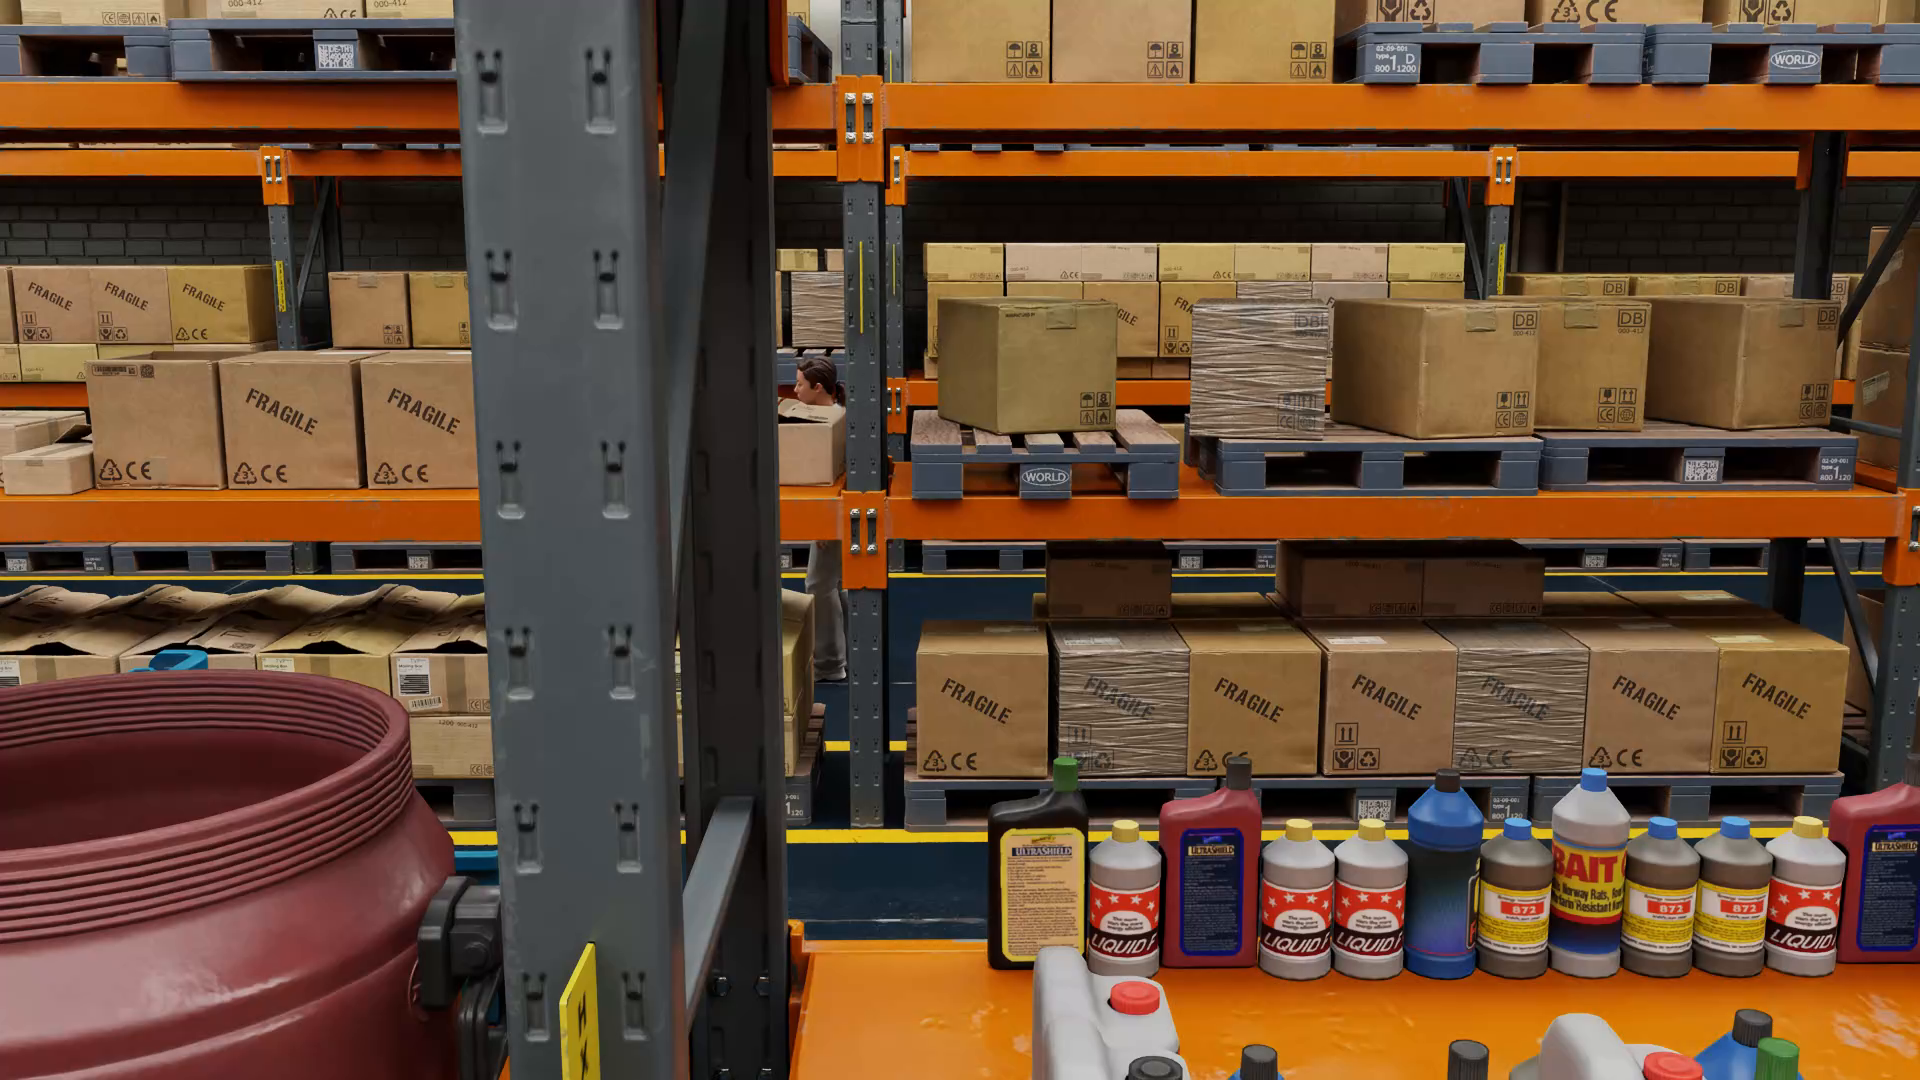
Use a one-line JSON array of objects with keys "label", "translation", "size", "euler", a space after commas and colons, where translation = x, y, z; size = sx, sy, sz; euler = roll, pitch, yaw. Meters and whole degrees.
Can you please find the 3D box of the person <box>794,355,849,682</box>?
[{"label": "person", "translation": [-0.697, -0.112, 8.528], "size": [0.406, 1.673, 0.506], "euler": [-1, 10, -3]}]
